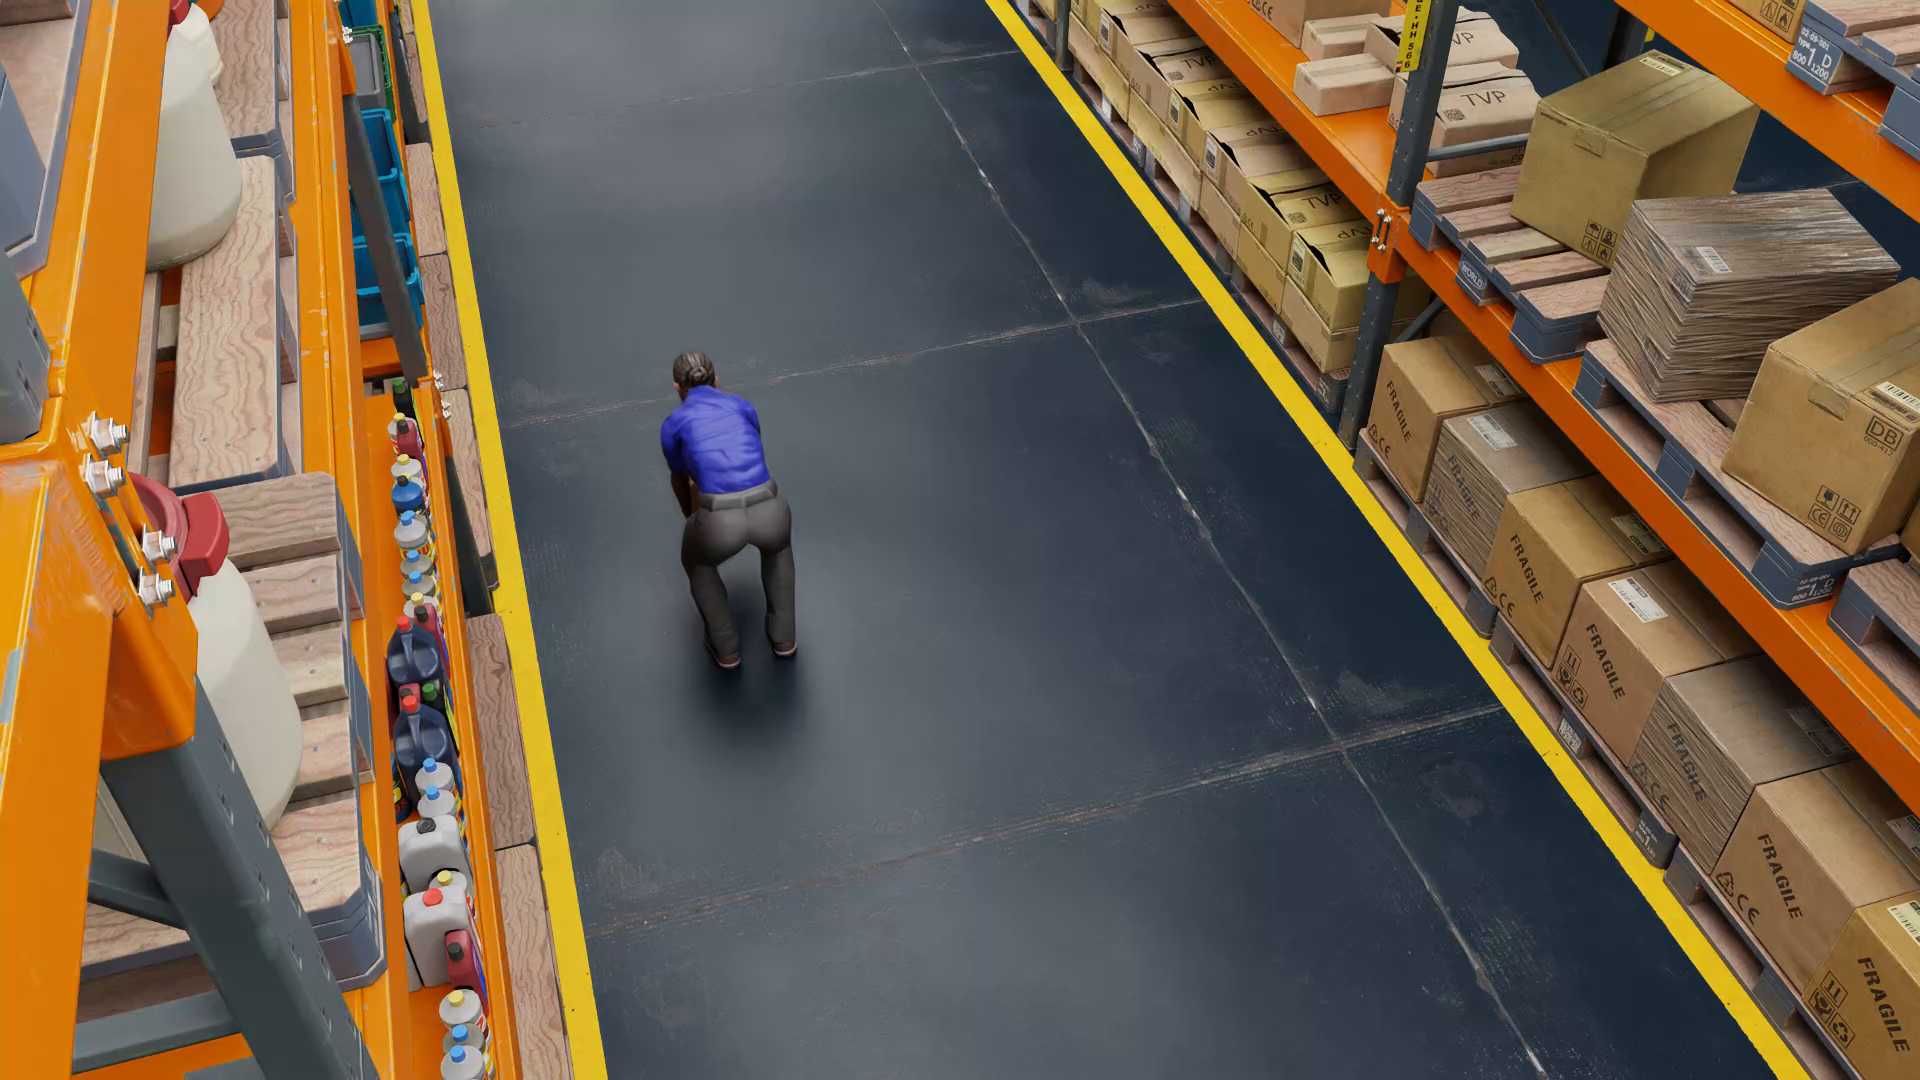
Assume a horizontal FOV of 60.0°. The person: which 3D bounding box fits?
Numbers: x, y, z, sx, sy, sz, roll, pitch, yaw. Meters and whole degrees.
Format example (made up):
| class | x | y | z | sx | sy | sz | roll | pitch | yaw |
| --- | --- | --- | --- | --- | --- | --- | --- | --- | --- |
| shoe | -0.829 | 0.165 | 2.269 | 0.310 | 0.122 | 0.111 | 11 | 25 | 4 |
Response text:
| class | x | y | z | sx | sy | sz | roll | pitch | yaw |
| --- | --- | --- | --- | --- | --- | --- | --- | --- | --- |
| person | -0.929 | -0.104 | 6.677 | 0.447 | 1.124 | 0.847 | -14 | 44 | -15 |
